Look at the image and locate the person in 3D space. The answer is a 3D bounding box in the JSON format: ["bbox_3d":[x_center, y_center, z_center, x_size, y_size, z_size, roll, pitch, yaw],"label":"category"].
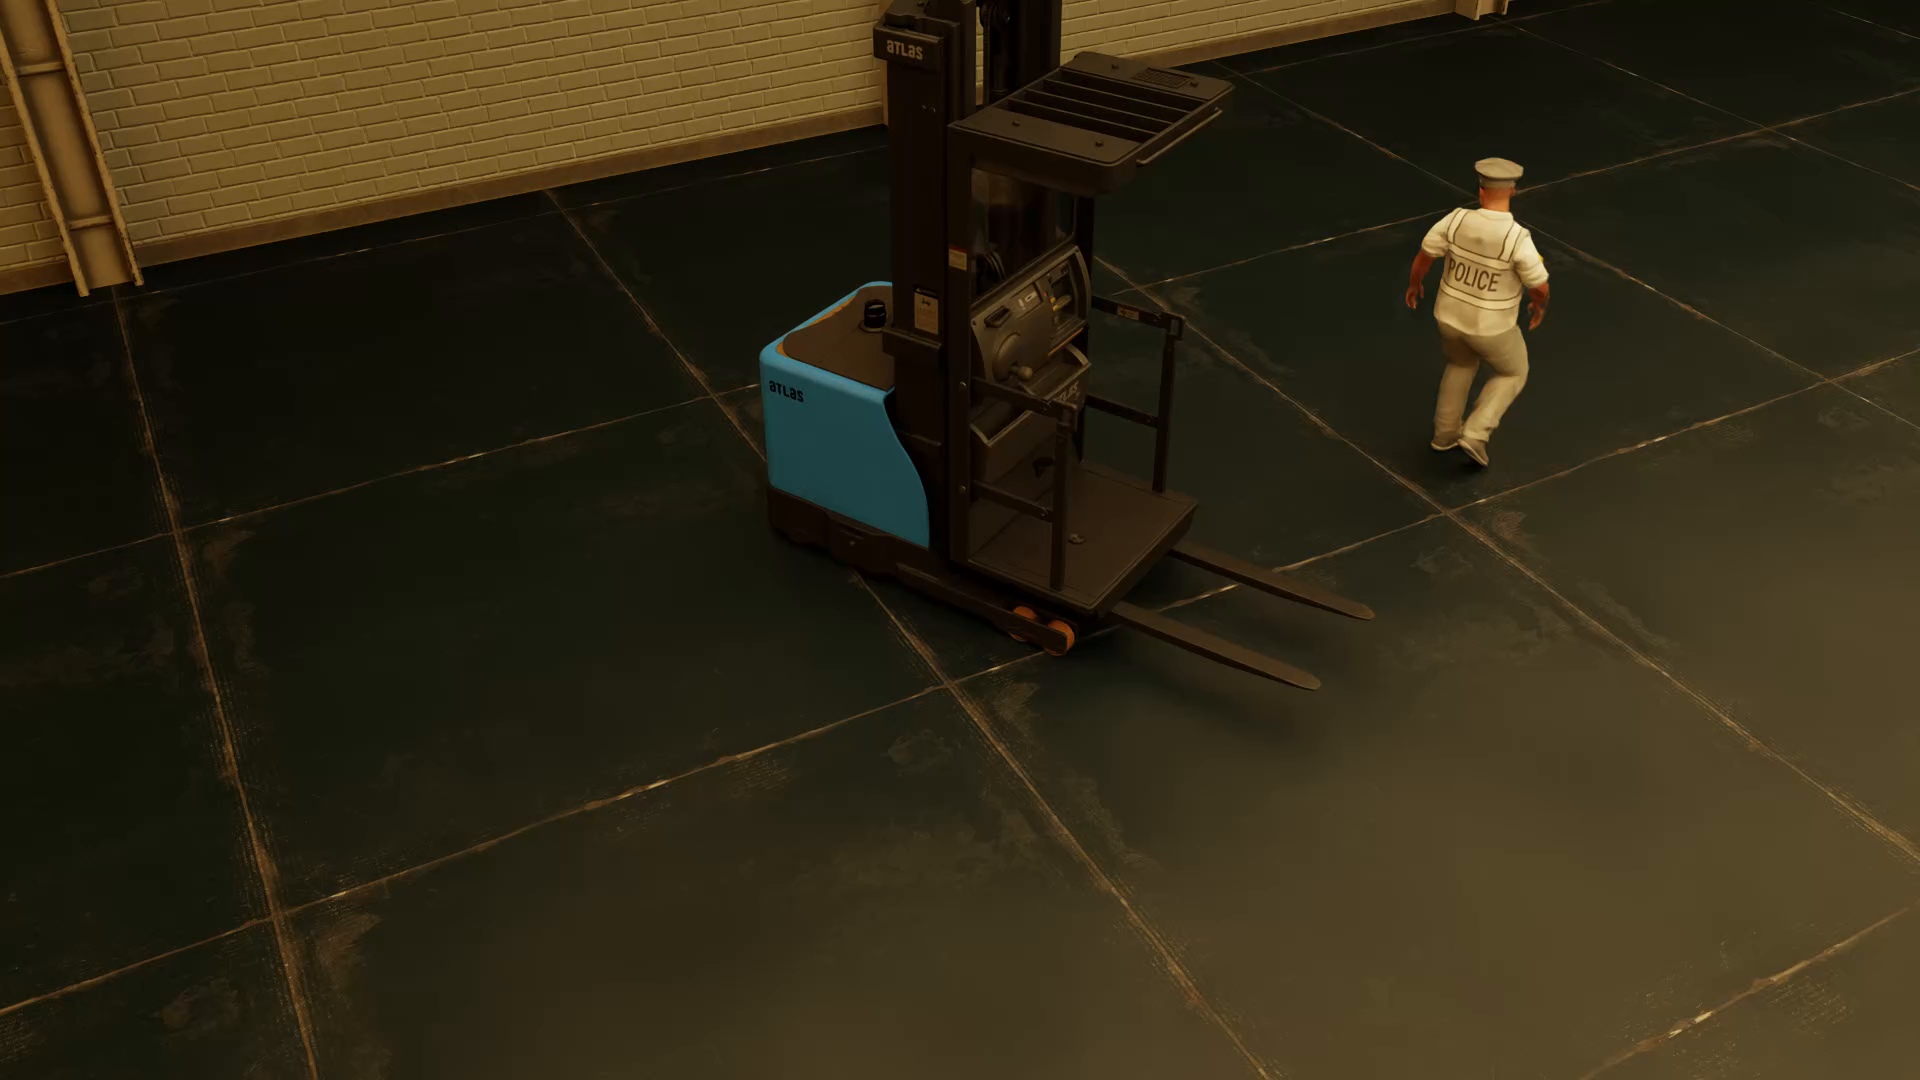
[{"bbox_3d":[2.755,-1.218,8.919,0.492,1.727,0.779,-27,43,-33],"label":"person"}]

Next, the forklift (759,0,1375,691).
[{"bbox_3d":[0.506,-1.000,7.537,3.031,2.935,1.130,21,40,27],"label":"forklift"}]
